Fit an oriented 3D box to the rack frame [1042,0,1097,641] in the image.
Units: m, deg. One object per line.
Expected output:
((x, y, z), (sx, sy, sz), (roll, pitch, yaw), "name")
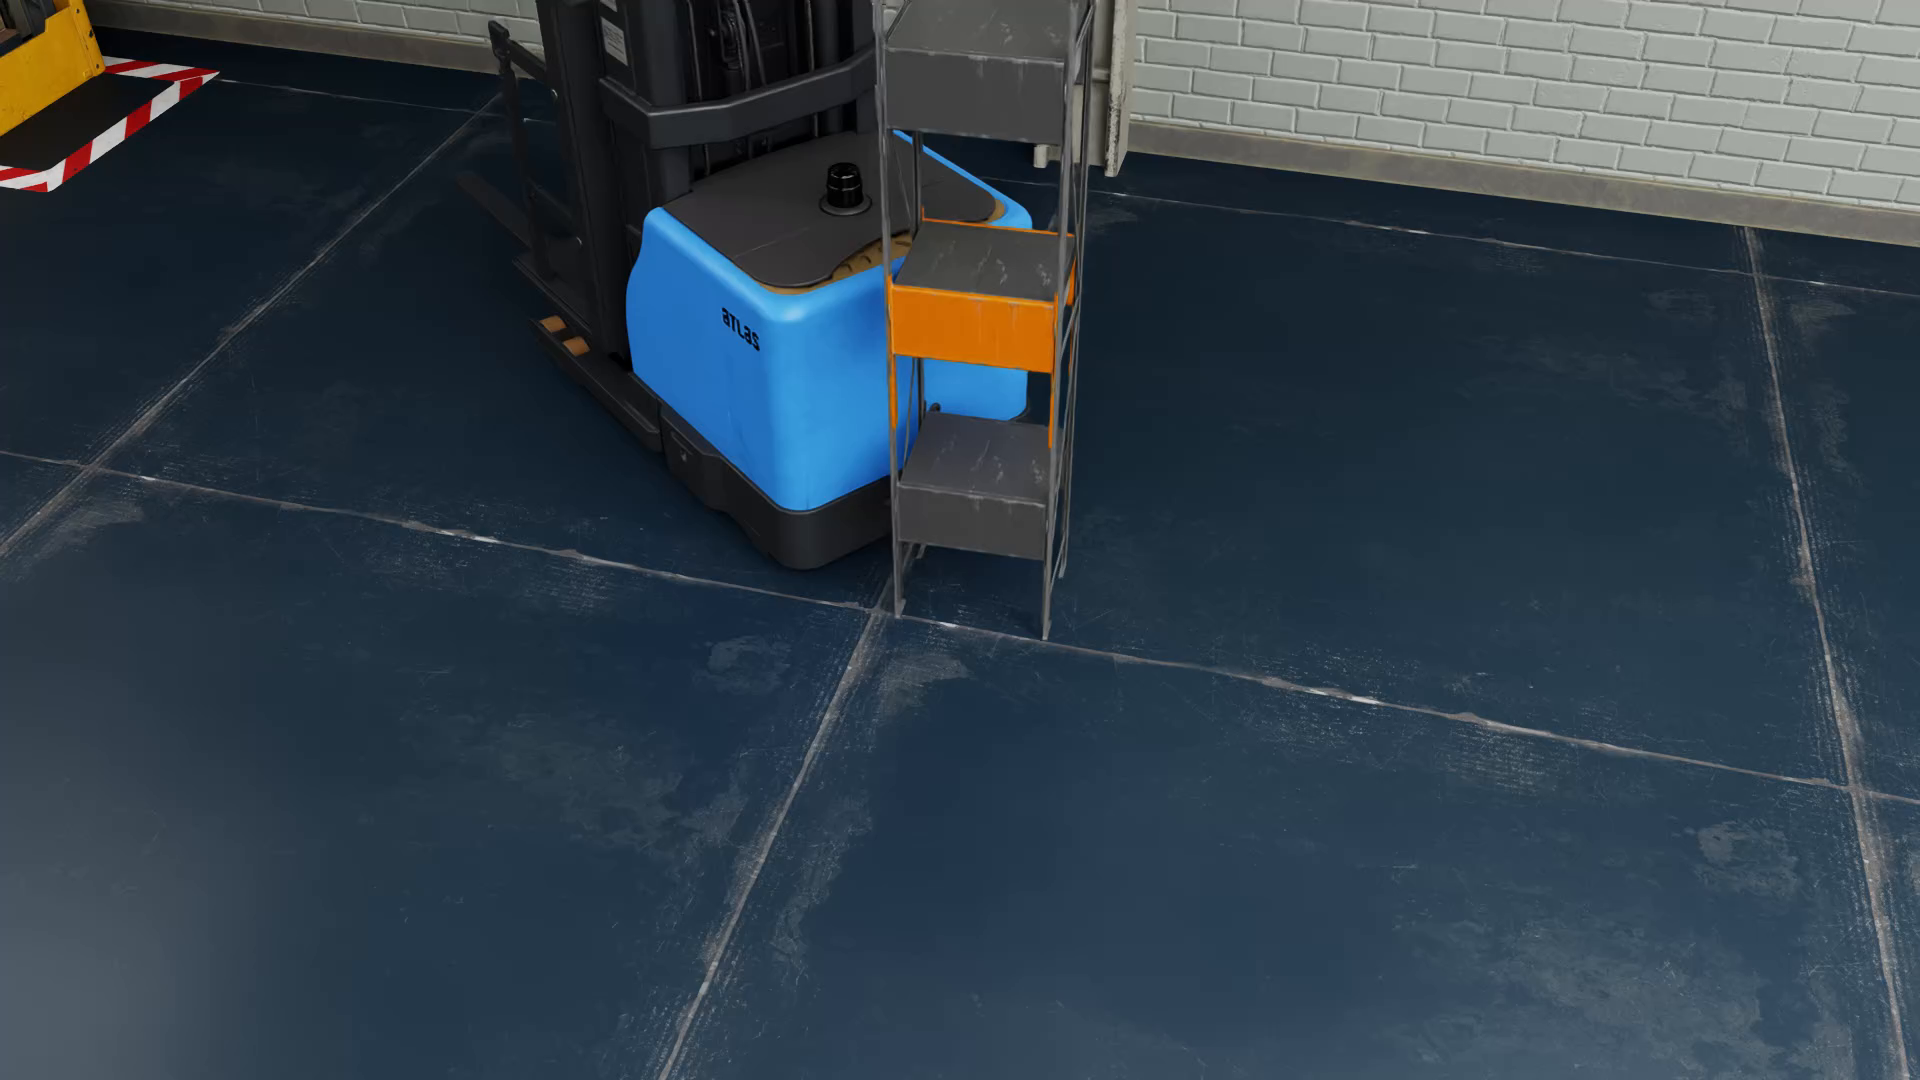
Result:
((0.314, -0.604, 4.836), (0.015, 2.100, 0.400), (8, 41, 9), "rack frame")

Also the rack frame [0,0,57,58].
((-4.780, -3.295, 7.341), (0.127, 3.000, 1.000), (10, 41, 11), "rack frame")

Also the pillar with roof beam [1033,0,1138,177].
((-0.536, -2.596, 1.844), (0.400, 9.000, 9.100), (10, 41, 11), "pillar with roof beam")

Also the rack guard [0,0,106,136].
((-4.757, -2.334, 8.140), (0.348, 0.500, 1.175), (10, 41, 11), "rack guard")

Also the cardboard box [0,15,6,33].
((-5.204, -2.606, 8.332), (0.500, 0.250, 0.500), (10, 41, 12), "cardboard box")

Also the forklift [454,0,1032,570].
((-1.044, -1.919, 5.756), (1.130, 2.935, 3.031), (-26, 47, -28), "forklift")

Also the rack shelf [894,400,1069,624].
((0.075, -0.090, 5.334), (0.480, 0.518, 0.431), (8, 41, 9), "rack shelf")

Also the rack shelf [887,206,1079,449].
((0.075, -0.626, 4.884), (0.480, 0.518, 0.431), (8, 41, 9), "rack shelf")

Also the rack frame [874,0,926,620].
((-0.163, -0.670, 4.915), (0.015, 2.100, 0.400), (8, 41, 9), "rack frame")

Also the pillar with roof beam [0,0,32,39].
((-6.332, -3.593, 3.032), (0.400, 9.000, 9.100), (10, 41, 11), "pillar with roof beam")

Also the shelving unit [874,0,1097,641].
((0.075, -0.637, 4.875), (0.503, 2.100, 0.431), (8, 41, 9), "shelving unit")

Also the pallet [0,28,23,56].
((-5.529, -2.328, 8.358), (1.213, 0.211, 1.003), (10, 41, 11), "pallet")

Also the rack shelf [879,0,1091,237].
((0.075, -1.162, 4.434), (0.480, 0.518, 0.431), (8, 41, 9), "rack shelf")
